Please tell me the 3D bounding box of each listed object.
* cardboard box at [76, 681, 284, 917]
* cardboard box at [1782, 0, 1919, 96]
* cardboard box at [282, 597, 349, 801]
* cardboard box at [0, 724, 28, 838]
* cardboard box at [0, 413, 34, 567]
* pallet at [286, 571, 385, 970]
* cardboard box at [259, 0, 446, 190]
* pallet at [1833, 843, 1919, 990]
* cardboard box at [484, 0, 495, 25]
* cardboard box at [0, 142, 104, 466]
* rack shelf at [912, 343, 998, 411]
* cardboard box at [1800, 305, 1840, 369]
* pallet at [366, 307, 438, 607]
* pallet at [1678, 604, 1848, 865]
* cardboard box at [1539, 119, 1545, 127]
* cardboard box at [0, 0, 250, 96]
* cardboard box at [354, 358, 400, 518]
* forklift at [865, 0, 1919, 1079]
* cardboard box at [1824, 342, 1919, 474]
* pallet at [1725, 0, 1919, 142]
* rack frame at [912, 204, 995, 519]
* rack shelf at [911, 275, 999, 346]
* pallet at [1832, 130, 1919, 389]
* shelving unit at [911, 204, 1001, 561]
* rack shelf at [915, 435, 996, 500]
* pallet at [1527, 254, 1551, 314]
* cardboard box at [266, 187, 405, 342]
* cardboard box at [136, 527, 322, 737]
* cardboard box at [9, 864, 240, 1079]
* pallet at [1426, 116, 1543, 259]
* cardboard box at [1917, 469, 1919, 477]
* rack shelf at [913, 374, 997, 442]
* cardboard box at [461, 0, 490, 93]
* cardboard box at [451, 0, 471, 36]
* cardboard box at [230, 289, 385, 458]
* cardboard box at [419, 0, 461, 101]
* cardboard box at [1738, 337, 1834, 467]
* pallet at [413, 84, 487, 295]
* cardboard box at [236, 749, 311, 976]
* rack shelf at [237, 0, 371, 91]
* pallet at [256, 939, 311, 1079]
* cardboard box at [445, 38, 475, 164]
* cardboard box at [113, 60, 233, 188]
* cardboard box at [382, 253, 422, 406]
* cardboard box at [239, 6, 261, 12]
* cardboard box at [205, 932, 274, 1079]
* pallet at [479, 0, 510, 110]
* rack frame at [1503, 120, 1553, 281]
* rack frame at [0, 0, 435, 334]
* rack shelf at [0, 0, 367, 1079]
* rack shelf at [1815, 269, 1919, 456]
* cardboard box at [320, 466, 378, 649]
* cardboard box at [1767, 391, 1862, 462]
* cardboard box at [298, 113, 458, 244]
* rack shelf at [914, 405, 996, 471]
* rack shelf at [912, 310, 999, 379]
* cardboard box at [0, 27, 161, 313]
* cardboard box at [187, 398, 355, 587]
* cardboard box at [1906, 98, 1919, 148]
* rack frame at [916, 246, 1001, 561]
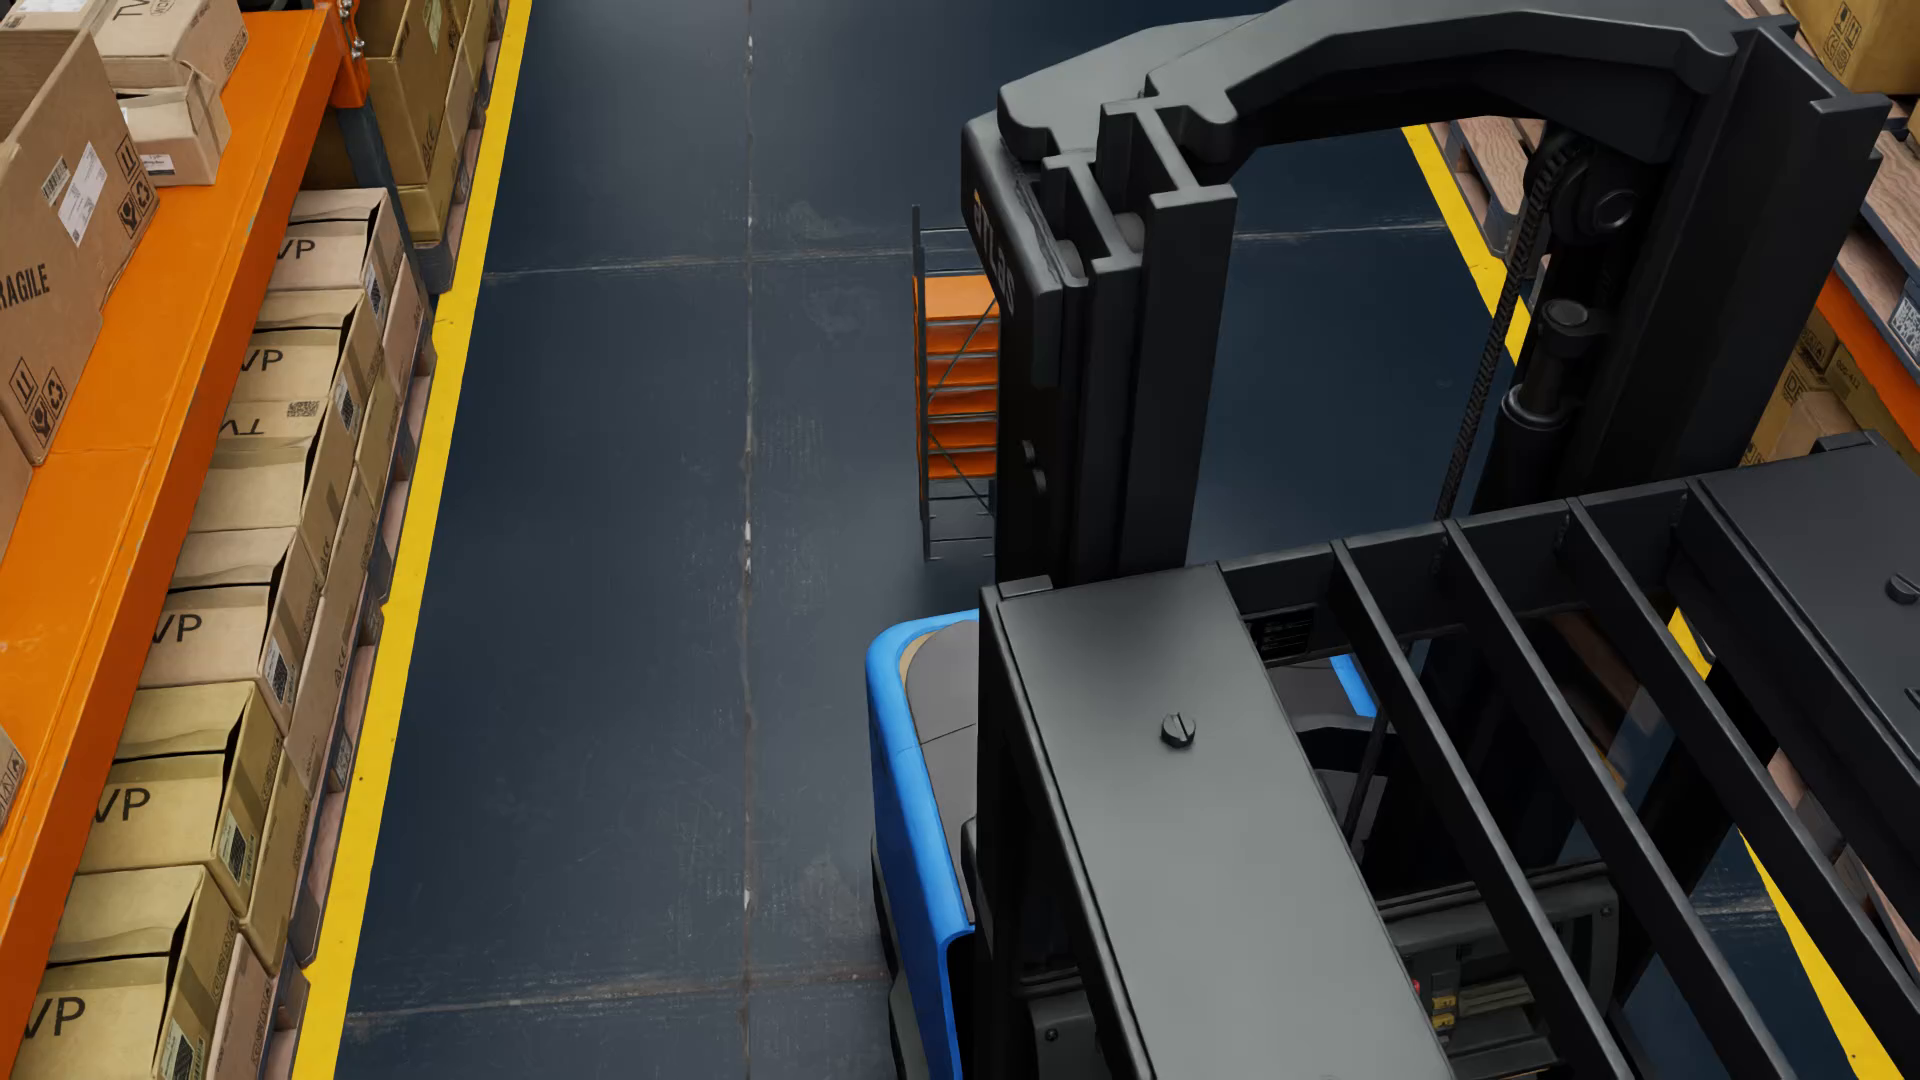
[{"bbox_3d":[-1.901,0.595,3.839,0.500,0.311,0.500,-5,47,-4],"label":"cardboard box"},{"bbox_3d":[2.592,-1.476,4.210,0.700,0.500,0.500,1,47,1],"label":"cardboard box"},{"bbox_3d":[-1.943,0.426,4.385,0.500,0.250,0.500,-3,47,-2],"label":"cardboard box"},{"bbox_3d":[-1.939,0.504,2.768,0.500,0.311,0.500,-4,47,-4],"label":"cardboard box"},{"bbox_3d":[-2.214,-0.115,3.224,0.500,0.500,0.500,-6,47,-5],"label":"cardboard box"},{"bbox_3d":[-2.186,0.613,4.524,1.003,0.211,1.213,-3,47,-3],"label":"pallet"},{"bbox_3d":[-2.119,-1.573,5.762,0.500,0.500,0.500,-3,47,-3],"label":"cardboard box"},{"bbox_3d":[2.815,1.222,3.947,1.003,0.211,1.213,-3,47,-3],"label":"pallet"},{"bbox_3d":[-2.250,-2.400,7.062,0.500,0.250,0.500,-3,47,-3],"label":"cardboard box"},{"bbox_3d":[-2.258,-0.496,3.585,0.500,0.500,0.500,-3,47,-3],"label":"cardboard box"},{"bbox_3d":[-0.001,-0.475,4.769,0.258,0.103,0.180,-3,47,-3],"label":"rack shelf"},{"bbox_3d":[2.663,-0.765,4.811,0.500,0.250,0.500,-4,47,-4],"label":"cardboard box"},{"bbox_3d":[-2.291,-0.272,5.362,1.003,0.211,1.213,-3,47,-3],"label":"pallet"},{"bbox_3d":[2.716,0.341,4.781,1.003,0.211,1.213,-3,47,-3],"label":"pallet"},{"bbox_3d":[2.469,-1.628,6.374,0.380,0.166,0.250,-9,47,-8],"label":"cardboard box"},{"bbox_3d":[-2.307,-1.356,4.572,0.500,0.250,0.500,-1,47,-1],"label":"cardboard box"},{"bbox_3d":[-2.028,-0.312,5.084,0.500,0.250,0.500,-4,47,-4],"label":"cardboard box"},{"bbox_3d":[0.618,0.881,2.397,1.130,2.935,3.031,-10,47,-9],"label":"forklift"},{"bbox_3d":[2.710,-0.389,4.454,0.500,0.250,0.500,-5,47,-4],"label":"cardboard box"},{"bbox_3d":[2.463,-1.438,4.678,1.003,0.211,1.213,-3,47,-3],"label":"pallet"},{"bbox_3d":[-0.009,-0.489,4.887,0.240,1.200,0.006,-3,47,-3],"label":"rack frame"},{"bbox_3d":[-0.001,-0.640,4.595,0.258,0.103,0.180,-3,47,-3],"label":"rack shelf"},{"bbox_3d":[2.672,-0.535,3.823,1.003,0.211,1.213,-3,47,-3],"label":"pallet"},{"bbox_3d":[-0.001,-0.423,4.824,0.258,1.200,0.189,-3,47,-3],"label":"shelving unit"},{"bbox_3d":[-0.001,-0.227,5.031,0.258,0.103,0.180,-3,47,-3],"label":"rack shelf"},{"bbox_3d":[2.611,-0.543,5.619,1.003,0.211,1.213,-3,47,-3],"label":"pallet"},{"bbox_3d":[-2.072,-0.878,5.234,0.500,0.311,0.500,-3,47,-3],"label":"cardboard box"},{"bbox_3d":[-1.945,0.223,4.191,0.500,0.311,0.500,-4,47,-4],"label":"cardboard box"},{"bbox_3d":[-1.861,0.964,3.489,0.500,0.311,0.500,-5,47,-4],"label":"cardboard box"},{"bbox_3d":[2.453,-1.590,6.611,1.003,0.211,1.213,-3,47,-3],"label":"pallet"},{"bbox_3d":[2.733,-0.027,4.111,0.500,0.250,0.500,-4,47,-3],"label":"cardboard box"},{"bbox_3d":[-0.001,-0.392,4.857,0.258,0.103,0.180,-3,47,-3],"label":"rack shelf"},{"bbox_3d":[-2.202,-2.039,6.719,0.500,0.250,0.500,-3,47,-3],"label":"cardboard box"},{"bbox_3d":[-2.203,-2.296,6.447,0.500,0.500,0.500,-3,47,-3],"label":"cardboard box"},{"bbox_3d":[-2.022,-0.502,4.877,0.500,0.311,0.500,-2,47,-2],"label":"cardboard box"},{"bbox_3d":[-2.168,-1.934,6.104,0.500,0.500,0.500,-3,47,-3],"label":"cardboard box"},{"bbox_3d":[2.716,-0.455,5.033,0.700,0.500,0.500,-4,47,-4],"label":"cardboard box"},{"bbox_3d":[-2.417,-1.381,6.412,1.003,0.211,1.213,-3,47,-3],"label":"pallet"},{"bbox_3d":[-1.901,0.797,4.033,0.500,0.250,0.500,-5,47,-4],"label":"cardboard box"},{"bbox_3d":[-2.559,-2.961,6.484,1.077,0.370,4.000,-3,47,-3],"label":"rack shelf"},{"bbox_3d":[-2.087,1.493,3.690,1.003,0.211,1.213,-3,47,-3],"label":"pallet"},{"bbox_3d":[-2.165,-1.676,6.376,0.500,0.250,0.500,-3,47,-3],"label":"cardboard box"},{"bbox_3d":[-2.135,-1.090,4.309,0.396,0.266,0.258,-5,47,-4],"label":"cardboard box"},{"bbox_3d":[-2.068,-0.678,5.431,0.500,0.250,0.500,-4,47,-4],"label":"cardboard box"},{"bbox_3d":[-2.679,-1.903,6.074,0.500,0.500,0.500,-3,47,-3],"label":"cardboard box"},{"bbox_3d":[-1.851,1.173,3.678,0.500,0.250,0.500,-5,47,-4],"label":"cardboard box"},{"bbox_3d":[-2.522,-2.265,7.250,1.003,0.211,1.213,-3,47,-3],"label":"pallet"},{"bbox_3d":[2.544,-2.065,5.140,1.000,3.000,0.127,-3,47,-3],"label":"rack frame"},{"bbox_3d":[-2.392,-1.762,4.852,1.000,3.000,0.127,-3,47,-3],"label":"rack frame"},{"bbox_3d":[-2.224,-0.067,3.743,1.077,0.370,4.000,-3,47,-3],"label":"rack shelf"},{"bbox_3d":[2.712,-0.371,4.031,1.077,0.370,4.000,-3,47,-3],"label":"rack shelf"},{"bbox_3d":[-1.984,0.058,4.734,0.500,0.250,0.500,-3,47,-2],"label":"cardboard box"},{"bbox_3d":[2.718,-0.083,4.681,0.700,0.500,0.500,-3,47,-3],"label":"cardboard box"},{"bbox_3d":[-2.129,-1.314,6.033,0.500,0.250,0.500,-3,47,-3],"label":"cardboard box"},{"bbox_3d":[-0.001,-0.310,4.944,0.258,0.103,0.180,-3,47,-3],"label":"rack shelf"},{"bbox_3d":[-0.001,-0.558,4.682,0.258,0.103,0.180,-3,47,-3],"label":"rack shelf"},{"bbox_3d":[-2.300,-0.858,3.928,0.500,0.500,0.500,0,47,0],"label":"cardboard box"},{"bbox_3d":[-1.983,-0.140,4.535,0.500,0.311,0.500,-4,47,-3],"label":"cardboard box"},{"bbox_3d":[2.679,-1.001,3.761,0.700,0.500,0.500,2,47,2],"label":"cardboard box"},{"bbox_3d":[0.006,-0.357,4.762,0.240,1.200,0.006,-3,47,-3],"label":"rack frame"}]
